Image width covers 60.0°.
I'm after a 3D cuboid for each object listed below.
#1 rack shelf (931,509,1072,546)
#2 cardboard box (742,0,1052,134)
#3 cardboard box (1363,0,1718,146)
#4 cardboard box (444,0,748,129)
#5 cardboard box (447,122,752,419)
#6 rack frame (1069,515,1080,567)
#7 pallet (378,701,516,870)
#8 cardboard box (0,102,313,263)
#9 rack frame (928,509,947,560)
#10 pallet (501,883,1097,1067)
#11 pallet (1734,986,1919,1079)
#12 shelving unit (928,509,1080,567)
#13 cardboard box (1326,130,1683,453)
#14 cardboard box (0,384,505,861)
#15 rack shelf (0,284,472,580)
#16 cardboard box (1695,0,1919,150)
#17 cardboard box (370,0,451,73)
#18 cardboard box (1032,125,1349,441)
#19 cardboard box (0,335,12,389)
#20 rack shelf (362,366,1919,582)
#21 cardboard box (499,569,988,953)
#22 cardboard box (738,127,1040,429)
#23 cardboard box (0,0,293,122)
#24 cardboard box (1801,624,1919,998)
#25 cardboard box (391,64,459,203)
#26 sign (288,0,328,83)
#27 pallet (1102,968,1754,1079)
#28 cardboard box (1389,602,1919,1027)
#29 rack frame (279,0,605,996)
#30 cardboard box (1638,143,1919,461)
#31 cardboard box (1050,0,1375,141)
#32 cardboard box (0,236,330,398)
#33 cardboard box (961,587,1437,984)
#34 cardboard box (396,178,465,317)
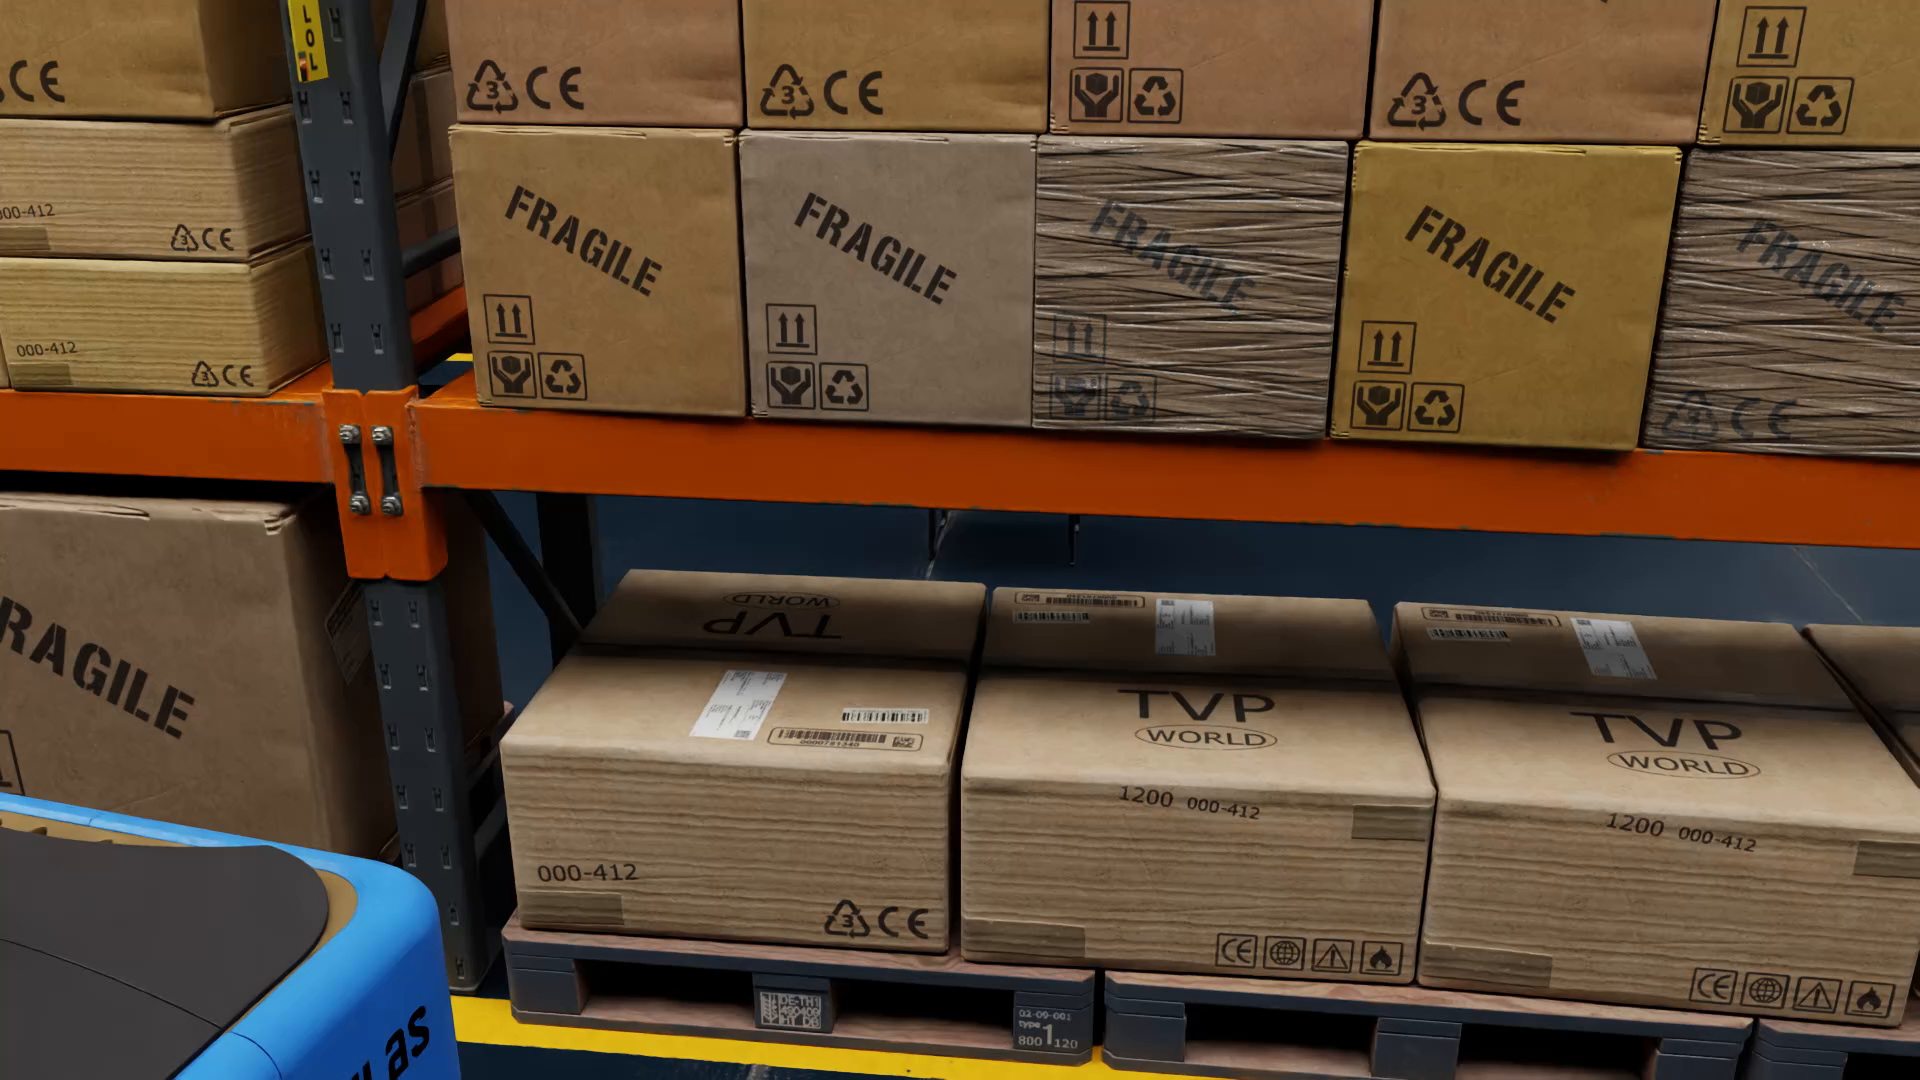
[{"bbox_3d":[0.164,-0.306,5.798,0.480,0.518,0.431,2,22,6],"label":"rack shelf"},{"bbox_3d":[-0.080,-0.996,2.884,0.500,0.500,0.500,2,22,6],"label":"cardboard box"},{"bbox_3d":[0.928,-0.947,2.760,0.500,0.500,0.500,2,22,6],"label":"cardboard box"},{"bbox_3d":[-0.581,-1.021,2.945,0.500,0.500,0.500,3,22,7],"label":"cardboard box"},{"bbox_3d":[-0.590,-0.549,3.112,0.500,0.500,0.500,3,22,8],"label":"cardboard box"},{"bbox_3d":[0.407,-0.959,5.509,0.015,2.100,0.400,2,22,6],"label":"rack frame"},{"bbox_3d":[-1.800,0.673,3.951,1.213,0.211,1.003,2,22,6],"label":"pallet"},{"bbox_3d":[-1.491,-0.711,3.183,0.500,0.250,0.500,2,22,6],"label":"cardboard box"},{"bbox_3d":[-0.078,-0.980,5.562,0.015,2.100,0.400,2,22,6],"label":"rack frame"},{"bbox_3d":[-0.279,0.740,3.781,1.213,0.211,1.003,2,22,6],"label":"pallet"},{"bbox_3d":[2.144,0.846,3.513,1.213,0.211,1.003,2,22,6],"label":"pallet"},{"bbox_3d":[0.164,-0.969,5.536,0.503,2.100,0.431,2,22,6],"label":"shelving unit"},{"bbox_3d":[0.914,-0.479,2.936,0.500,0.500,0.500,3,22,8],"label":"cardboard box"},{"bbox_3d":[-1.650,0.177,3.731,0.875,0.875,0.875,3,22,8],"label":"cardboard box"},{"bbox_3d":[-3.011,-0.370,3.774,4.000,0.370,1.077,2,22,6],"label":"rack shelf"},{"bbox_3d":[1.427,-0.925,2.703,0.500,0.500,0.500,2,22,6],"label":"cardboard box"},{"bbox_3d":[-1.428,-1.254,3.535,0.500,0.500,0.500,3,22,7],"label":"cardboard box"},{"bbox_3d":[0.402,-0.502,2.993,0.500,0.500,0.500,3,22,7],"label":"cardboard box"},{"bbox_3d":[-2.006,-0.498,3.324,0.500,0.250,0.500,2,22,6],"label":"cardboard box"},{"bbox_3d":[0.961,-0.197,3.337,4.000,0.370,1.077,2,22,6],"label":"rack shelf"},{"bbox_3d":[-0.414,0.444,3.649,0.875,0.438,0.875,2,22,6],"label":"cardboard box"},{"bbox_3d":[-0.091,-0.525,3.053,0.500,0.500,0.500,3,22,7],"label":"cardboard box"},{"bbox_3d":[-1.498,-1.057,3.038,0.500,0.500,0.500,3,22,8],"label":"cardboard box"},{"bbox_3d":[2.280,0.559,3.359,0.875,0.438,0.875,2,22,4],"label":"cardboard box"},{"bbox_3d":[-1.429,-0.903,3.668,0.500,0.250,0.500,2,22,5],"label":"cardboard box"},{"bbox_3d":[-1.079,-0.921,2.723,0.005,0.325,0.100,2,22,6],"label":"sign"},{"bbox_3d":[0.936,0.792,3.649,1.213,0.211,1.003,2,22,6],"label":"pallet"},{"bbox_3d":[1.370,0.523,3.452,0.875,0.438,0.875,3,22,8],"label":"cardboard box"},{"bbox_3d":[-1.025,-0.618,3.423,0.127,3.000,1.000,2,22,6],"label":"rack frame"},{"bbox_3d":[1.428,-0.462,2.892,0.500,0.500,0.500,3,22,8],"label":"cardboard box"},{"bbox_3d":[0.428,-0.970,2.818,0.500,0.500,0.500,3,22,7],"label":"cardboard box"},{"bbox_3d":[-1.500,-0.476,3.267,0.500,0.250,0.500,2,22,5],"label":"cardboard box"},{"bbox_3d":[0.475,0.483,3.552,0.875,0.438,0.875,2,22,5],"label":"cardboard box"},{"bbox_3d":[-1.431,-0.664,3.743,0.500,0.250,0.500,2,22,5],"label":"cardboard box"}]
